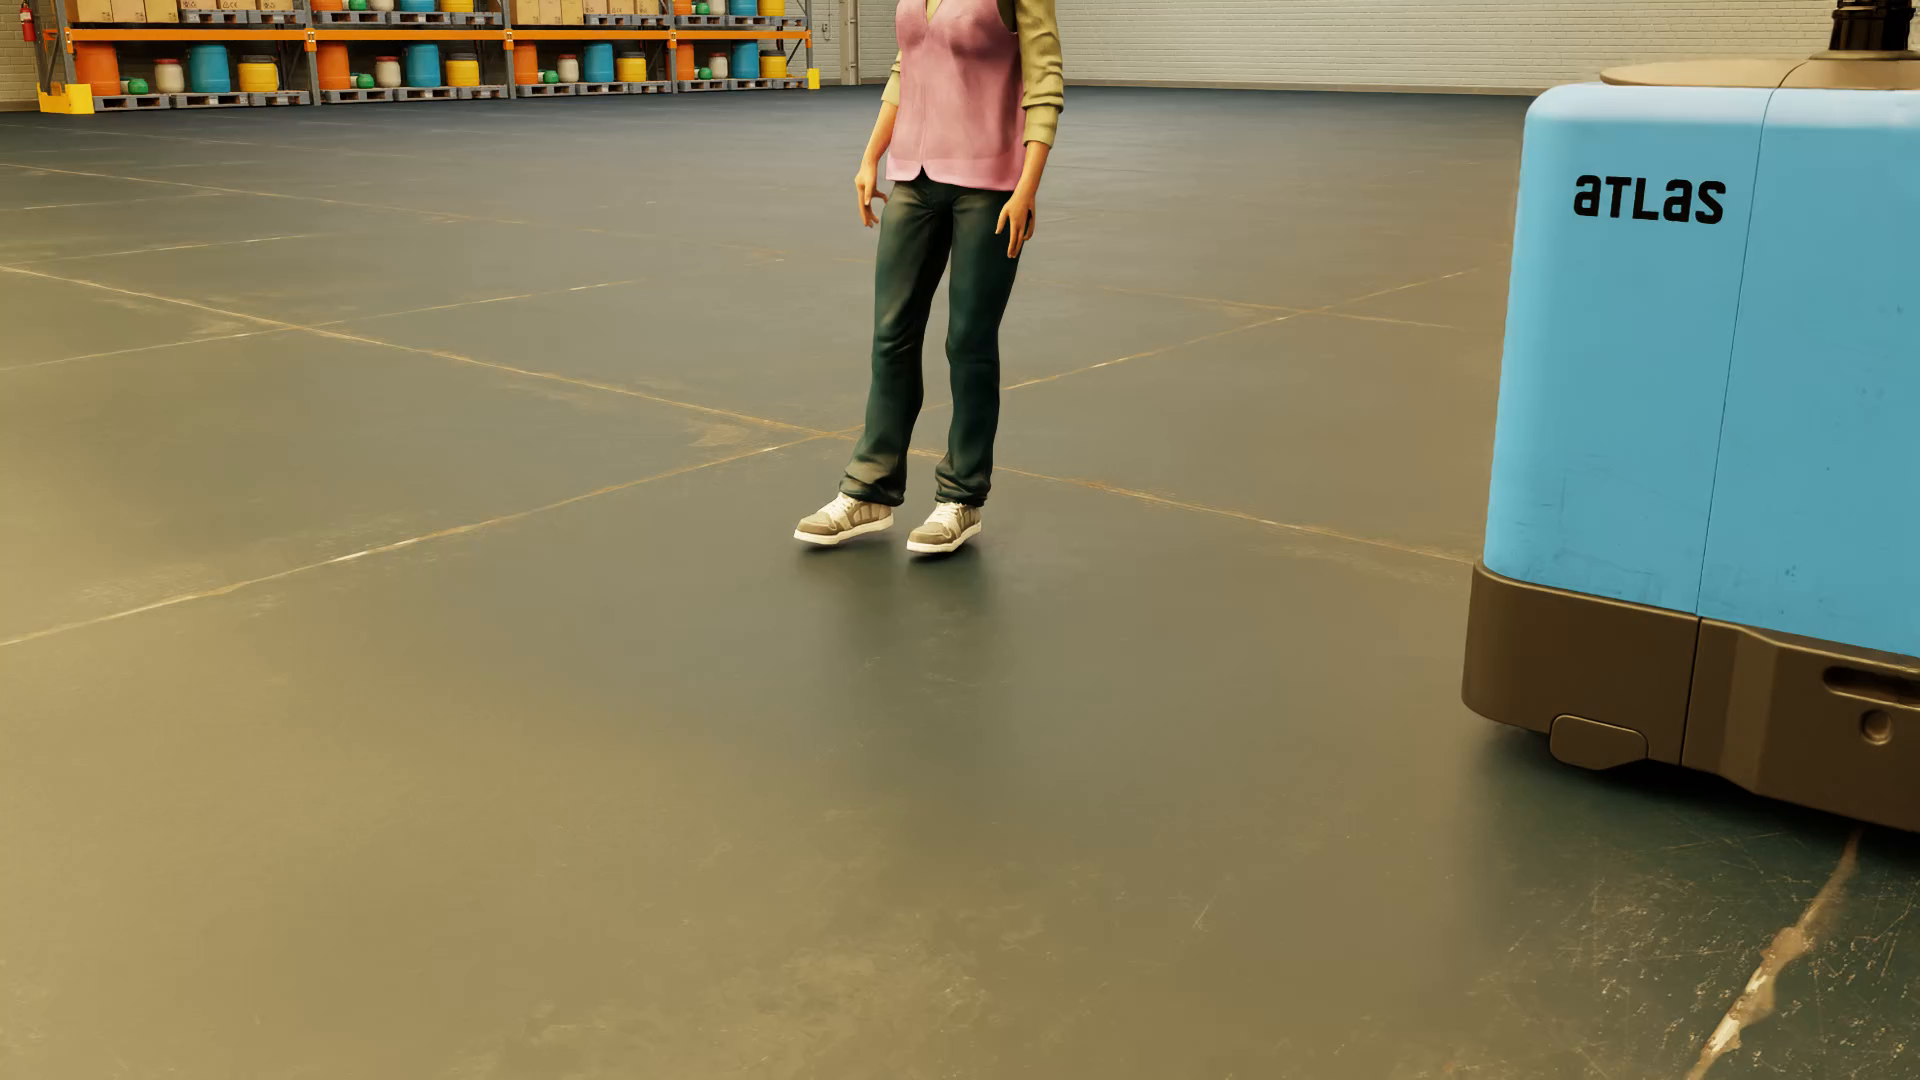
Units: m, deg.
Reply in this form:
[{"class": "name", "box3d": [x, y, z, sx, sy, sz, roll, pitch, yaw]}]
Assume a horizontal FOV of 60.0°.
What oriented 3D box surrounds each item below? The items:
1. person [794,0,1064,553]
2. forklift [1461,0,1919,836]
[{"class": "person", "box3d": [-0.057, -0.757, 3.662, 0.520, 1.596, 0.475, 13, 21, 37]}, {"class": "forklift", "box3d": [2.325, -0.908, 1.886, 3.031, 2.935, 1.130, 12, 21, 35]}]
